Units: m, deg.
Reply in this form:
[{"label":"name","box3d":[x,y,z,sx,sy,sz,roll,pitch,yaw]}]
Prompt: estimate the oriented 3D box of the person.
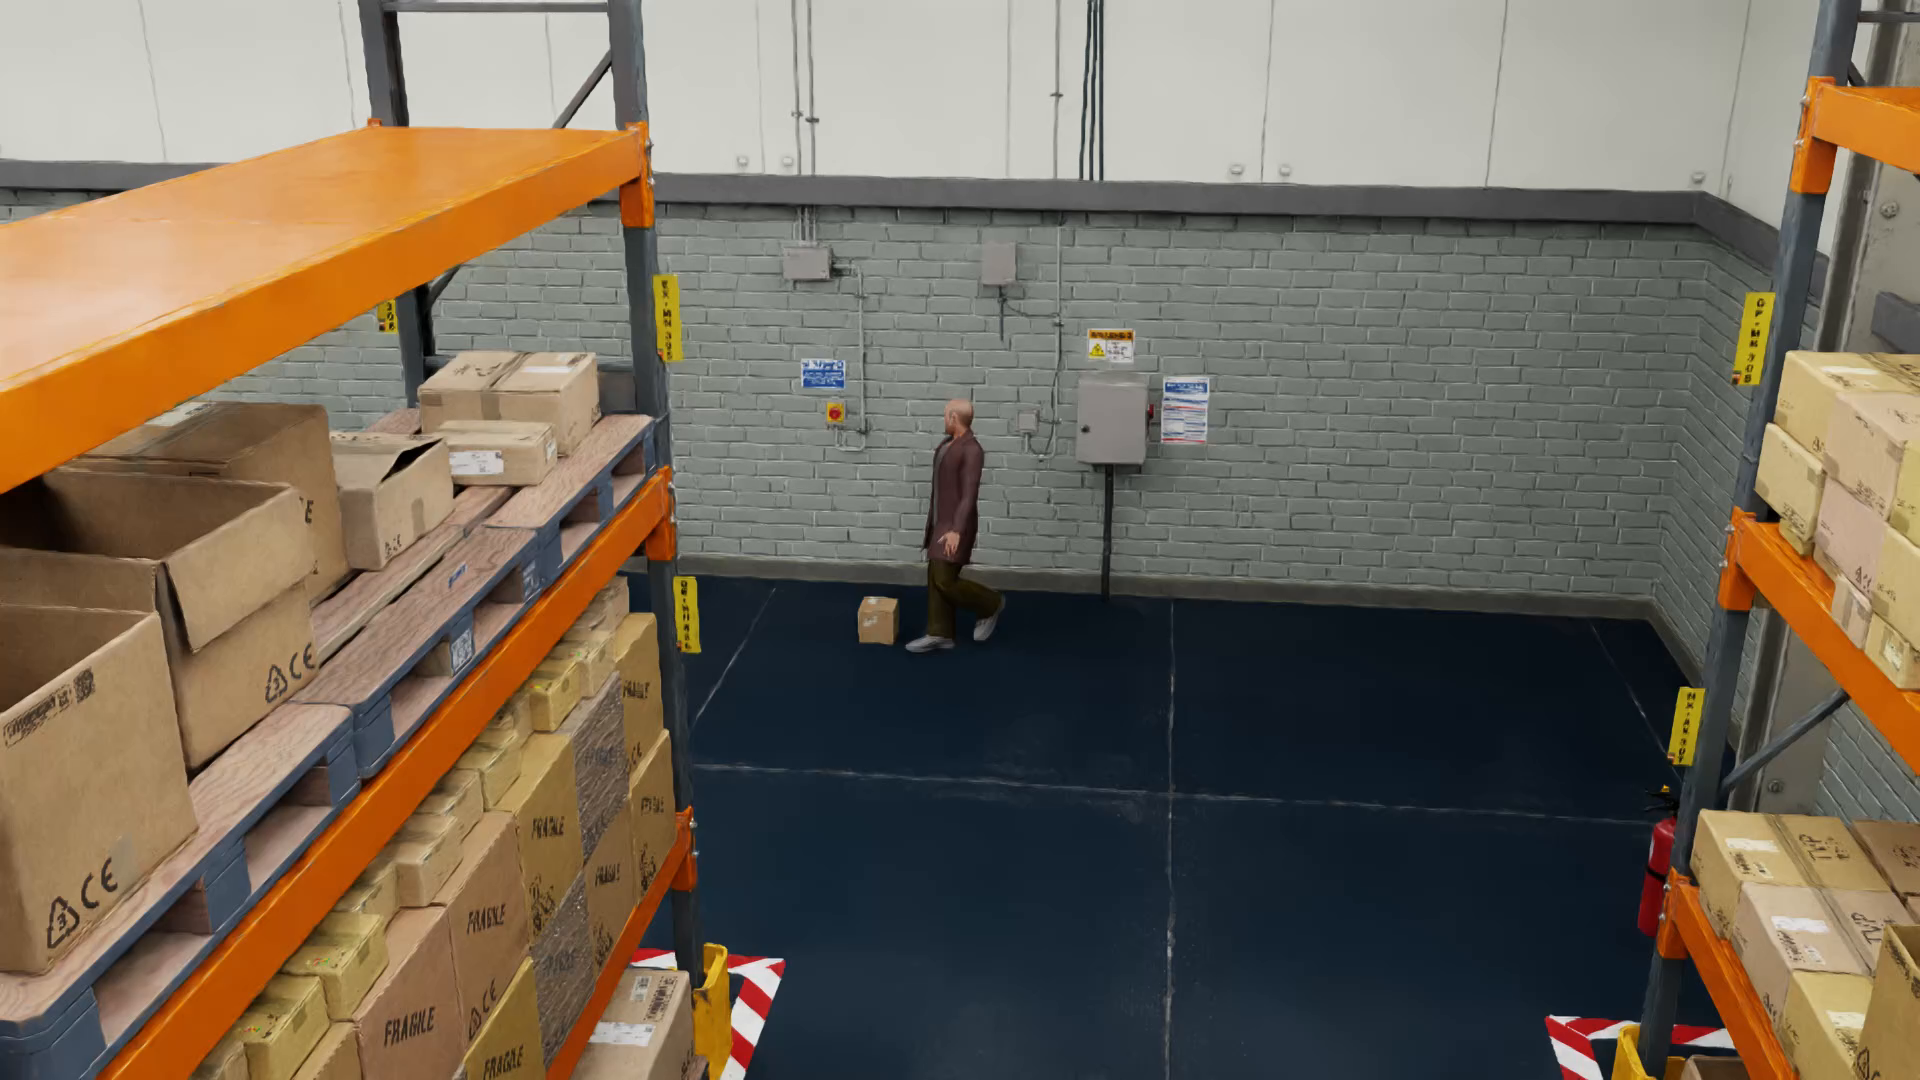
[{"label":"person","box3d":[-0.061,-0.096,11.386,0.733,1.754,0.648,-8,22,-20]}]
